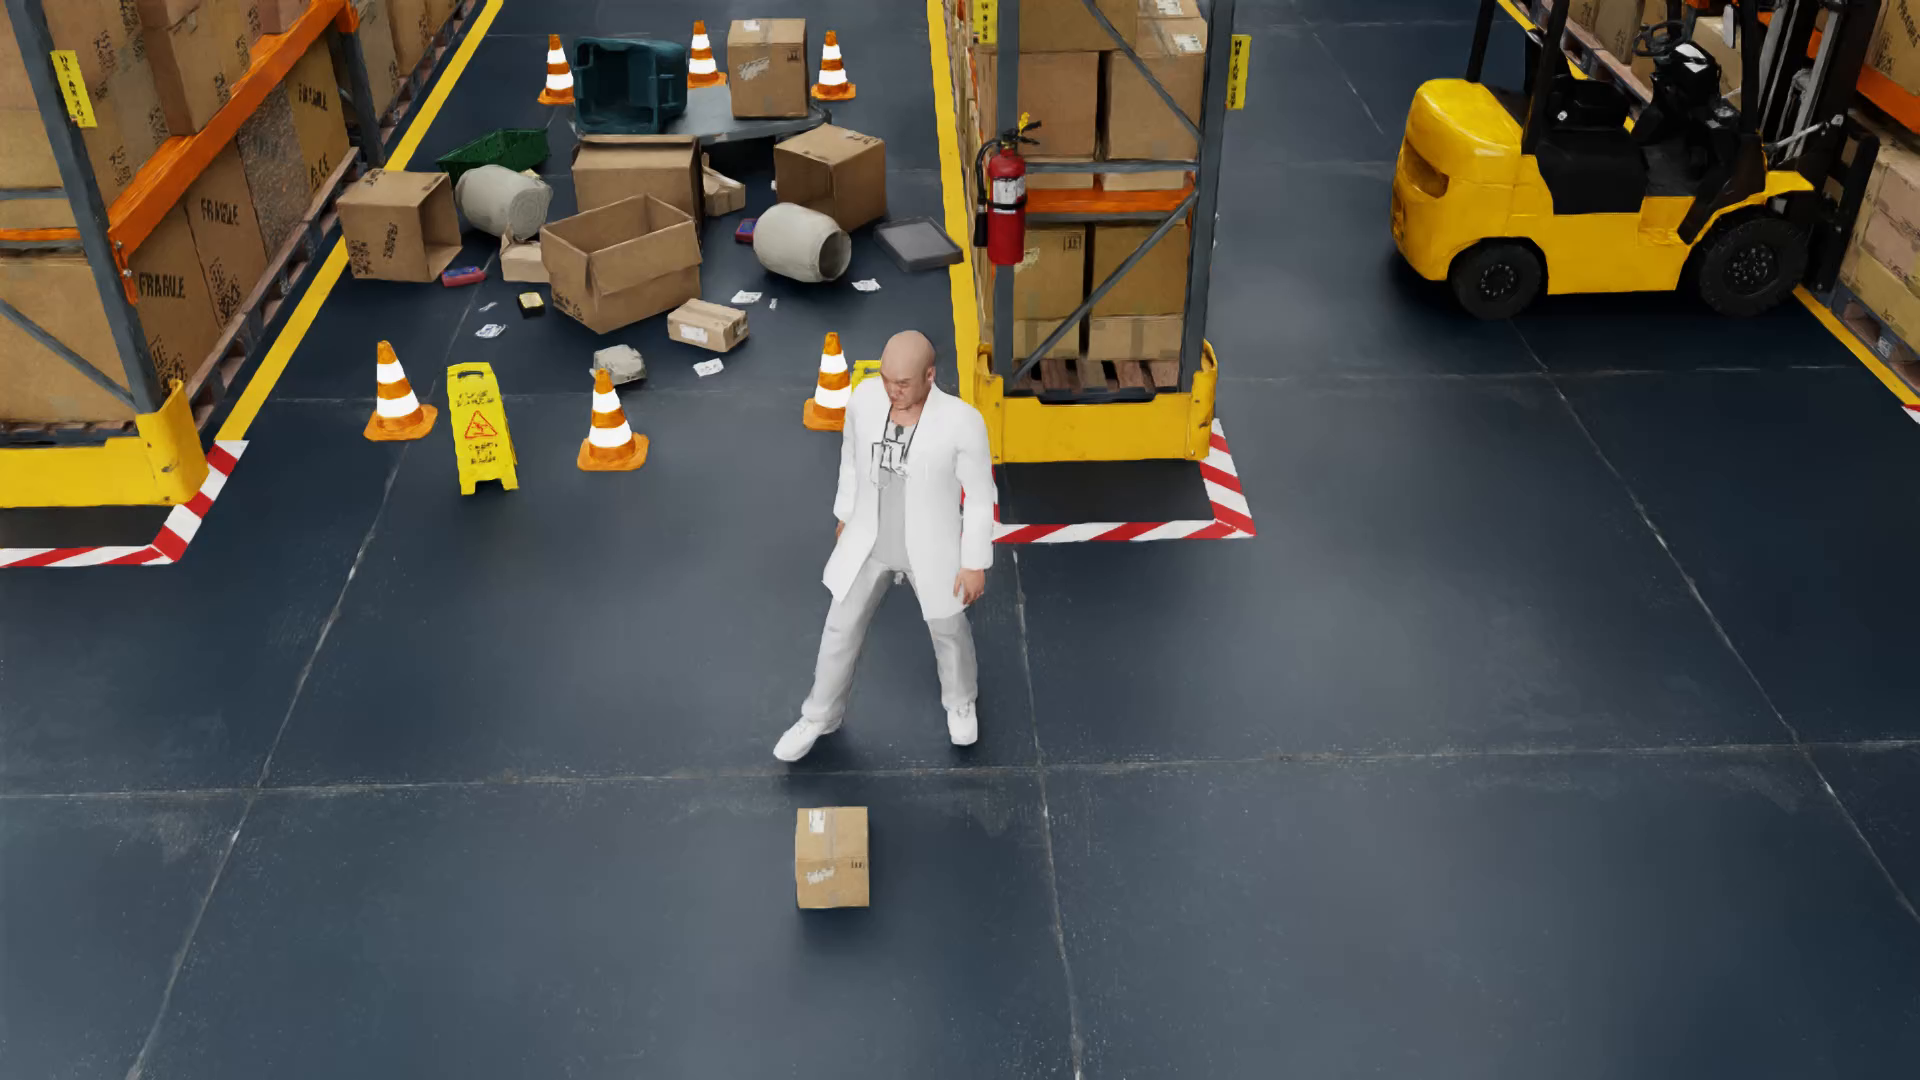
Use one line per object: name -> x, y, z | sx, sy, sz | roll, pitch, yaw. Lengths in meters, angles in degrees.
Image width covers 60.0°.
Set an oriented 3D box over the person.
person -> -0.247, 0.049, 6.053 | 0.743, 1.770, 0.733 | 13, 37, 18
